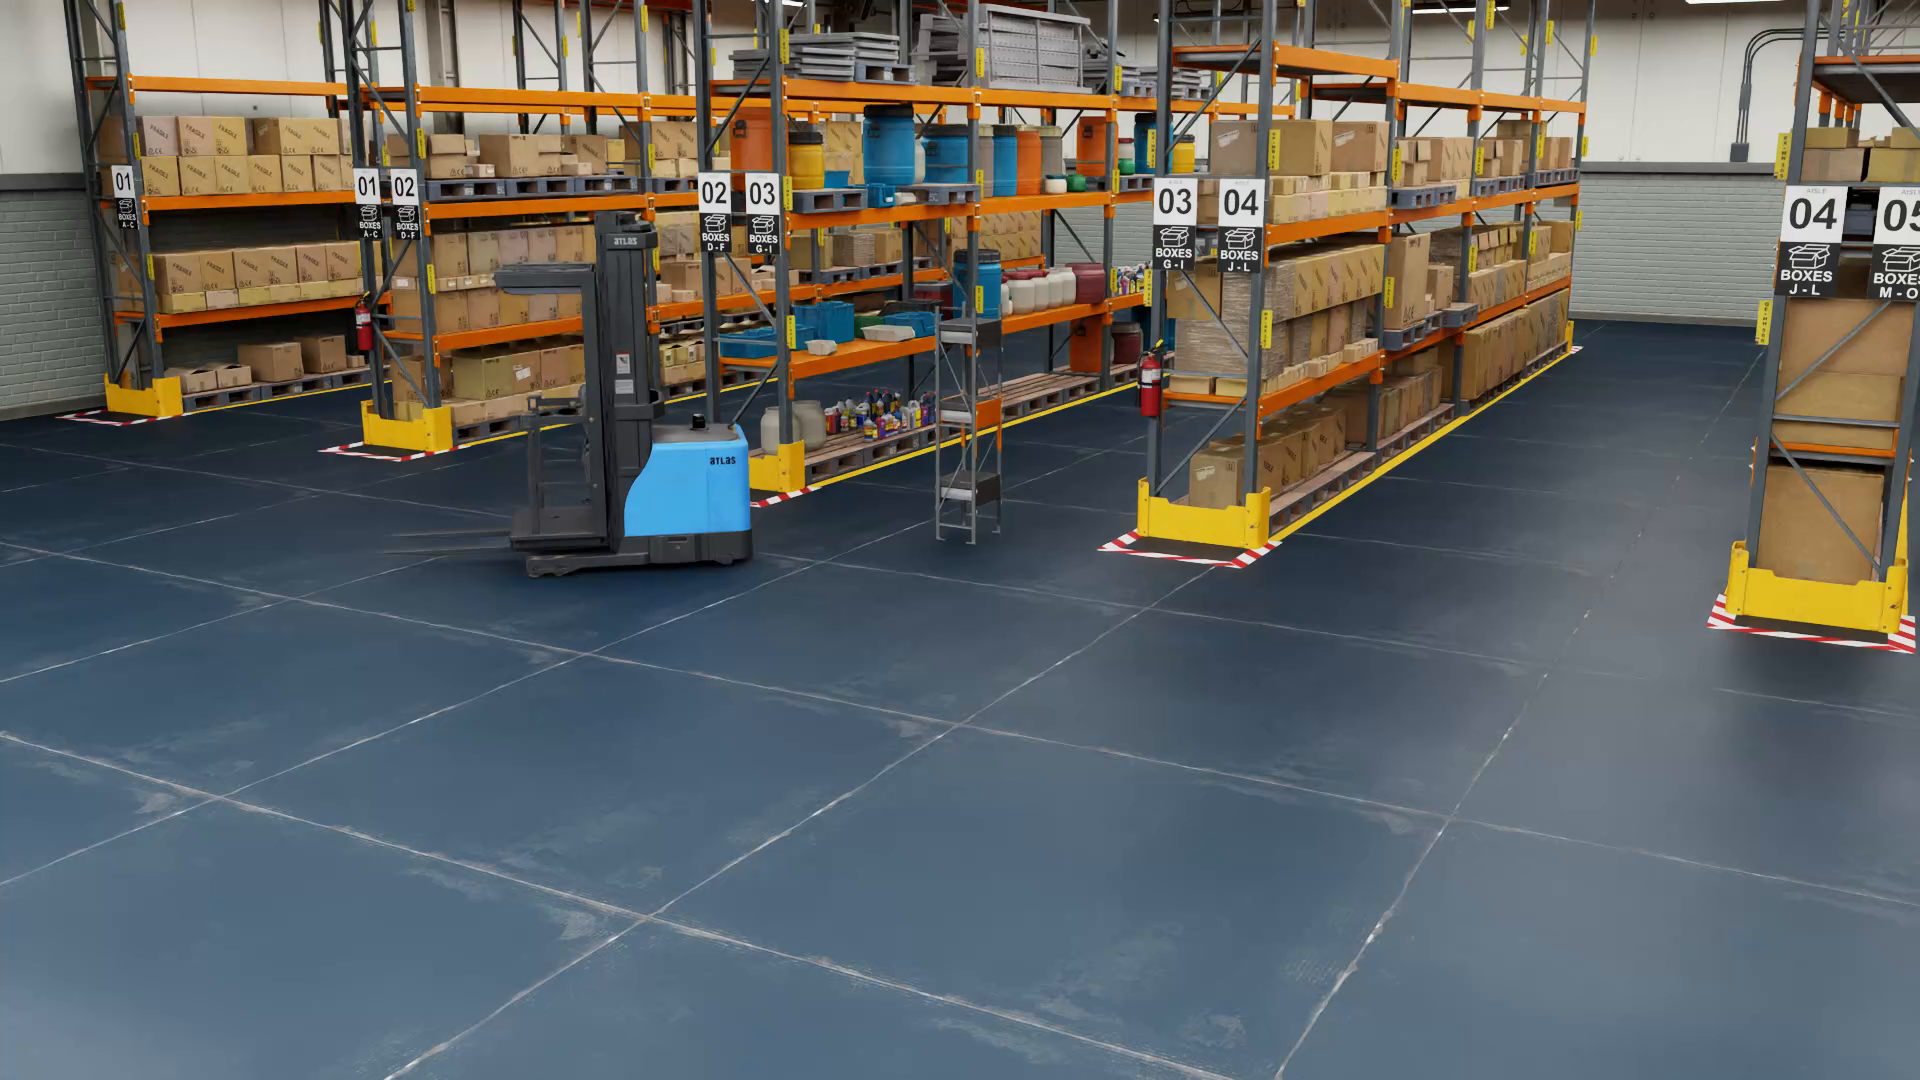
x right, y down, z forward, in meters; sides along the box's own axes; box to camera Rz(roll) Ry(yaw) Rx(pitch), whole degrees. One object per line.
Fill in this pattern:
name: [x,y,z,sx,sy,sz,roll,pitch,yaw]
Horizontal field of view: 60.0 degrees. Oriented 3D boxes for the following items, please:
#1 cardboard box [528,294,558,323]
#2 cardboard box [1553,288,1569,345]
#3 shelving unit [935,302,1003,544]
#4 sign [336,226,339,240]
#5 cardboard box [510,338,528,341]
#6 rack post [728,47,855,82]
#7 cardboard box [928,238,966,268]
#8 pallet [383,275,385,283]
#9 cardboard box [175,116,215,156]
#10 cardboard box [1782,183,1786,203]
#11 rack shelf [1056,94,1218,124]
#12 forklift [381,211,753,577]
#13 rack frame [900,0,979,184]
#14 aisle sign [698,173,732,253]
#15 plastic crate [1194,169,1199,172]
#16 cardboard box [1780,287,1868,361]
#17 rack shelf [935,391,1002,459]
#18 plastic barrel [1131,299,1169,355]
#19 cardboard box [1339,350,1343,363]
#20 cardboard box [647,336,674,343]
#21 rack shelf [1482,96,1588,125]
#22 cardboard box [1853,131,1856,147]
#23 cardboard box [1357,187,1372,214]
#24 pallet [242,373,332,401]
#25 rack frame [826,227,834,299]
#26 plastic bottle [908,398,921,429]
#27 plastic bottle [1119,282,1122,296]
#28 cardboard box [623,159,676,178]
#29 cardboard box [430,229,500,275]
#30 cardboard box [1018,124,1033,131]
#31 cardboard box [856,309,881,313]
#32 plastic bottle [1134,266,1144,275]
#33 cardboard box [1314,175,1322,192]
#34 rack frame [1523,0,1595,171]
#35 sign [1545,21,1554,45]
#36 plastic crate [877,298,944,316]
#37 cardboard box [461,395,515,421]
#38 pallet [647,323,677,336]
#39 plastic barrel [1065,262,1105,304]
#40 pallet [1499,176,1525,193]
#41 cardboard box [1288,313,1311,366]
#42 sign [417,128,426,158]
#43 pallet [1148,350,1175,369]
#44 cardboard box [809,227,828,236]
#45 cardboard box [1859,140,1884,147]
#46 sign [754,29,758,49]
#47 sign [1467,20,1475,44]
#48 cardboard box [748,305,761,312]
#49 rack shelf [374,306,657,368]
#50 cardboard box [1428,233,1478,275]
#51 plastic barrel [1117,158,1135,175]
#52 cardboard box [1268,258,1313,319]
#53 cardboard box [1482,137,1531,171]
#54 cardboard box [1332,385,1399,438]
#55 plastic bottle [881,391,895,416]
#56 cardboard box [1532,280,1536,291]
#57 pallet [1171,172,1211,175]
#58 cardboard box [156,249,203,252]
cardboard box: [-5.528,-3.041,21.033,0.700,0.500,0.500,8,16,30]
cardboard box: [9.654,-3.770,27.910,0.875,0.875,0.875,7,15,28]
shelving unit: [0.080,-1.055,14.928,0.431,2.100,0.503,7,15,28]
sign: [-9.403,-4.586,25.186,0.100,0.325,0.005,7,15,28]
cardboard box: [-7.635,-3.534,27.688,0.700,0.500,0.500,7,15,28]
rack post: [-1.700,-4.832,16.943,0.937,0.300,0.954,9,16,34]
cardboard box: [-0.225,-5.164,29.841,0.500,0.500,0.500,8,16,30]
pallet: [-8.419,-4.008,25.668,1.003,0.211,1.213,7,15,28]
cardboard box: [-10.164,-5.292,21.794,0.500,0.500,0.500,7,15,27]
cardboard box: [6.316,-2.570,12.318,0.380,0.149,0.250,7,15,28]
rack shelf: [2.657,-6.442,24.942,1.077,0.370,4.000,7,15,28]
forklift: [-3.333,-1.251,13.971,3.031,2.935,1.130,-3,14,-11]
rack frame: [-0.243,-5.755,19.705,1.000,3.000,0.127,7,15,28]
aisle sign: [-2.472,-3.301,16.778,0.394,0.787,0.004,7,15,28]
plastic crate: [3.785,-6.080,27.809,0.416,0.233,0.300,7,15,28]
cardboard box: [6.850,-1.667,12.924,0.875,0.550,0.550,7,15,28]
rack shelf: [0.080,-1.041,14.932,0.431,0.518,0.480,7,15,28]
plastic barrel: [3.004,-3.409,26.355,0.600,0.901,0.708,7,15,28]
cardboard box: [3.684,-1.883,16.980,0.380,0.149,0.250,7,15,28]
cardboard box: [-4.387,-2.764,23.871,0.500,0.311,0.500,8,16,30]
rack shelf: [8.927,-6.701,26.018,1.077,0.370,4.000,7,15,28]
cardboard box: [7.298,-3.374,13.953,0.380,0.149,0.250,7,15,28]
cardboard box: [3.839,-3.434,16.796,0.500,0.250,0.500,8,16,29]
pallet: [-9.798,-2.212,23.760,1.003,0.211,1.213,7,15,28]
rack frame: [-3.115,-6.423,35.276,1.000,3.000,0.127,7,15,28]
plastic bottle: [-0.551,-1.494,19.545,0.144,0.351,0.185,7,15,28]
plastic bottle: [2.310,-3.656,24.220,0.097,0.201,0.097,0,14,0]
cardboard box: [-4.271,-5.115,22.876,0.500,0.250,0.500,9,16,34]
cardboard box: [-5.999,-3.473,20.058,0.700,0.500,0.500,7,15,27]
cardboard box: [0.989,-7.748,32.026,0.700,0.500,0.500,7,15,28]
cardboard box: [-1.431,-3.599,27.957,0.500,0.500,0.500,7,15,26]
plastic bottle: [2.736,-3.994,25.305,0.144,0.351,0.185,7,15,28]
cardboard box: [3.153,-3.329,15.512,0.380,0.149,0.250,7,15,26]
rack frame: [9.894,-7.656,27.589,1.000,3.000,0.127,7,15,28]
sign: [8.441,-7.269,23.822,0.100,0.325,0.005,7,15,28]
plastic crate: [-0.608,-2.716,20.030,0.767,0.338,0.504,7,15,28]
cardboard box: [-5.819,-1.635,20.387,0.500,0.250,0.500,7,15,28]
pallet: [-5.944,-3.829,30.465,1.003,0.211,1.213,7,15,28]
plastic barrel: [1.731,-3.596,23.259,0.600,0.536,0.708,7,15,28]
pallet: [7.560,-5.090,23.756,0.805,0.209,1.217,7,15,26]
cardboard box: [2.865,-1.974,15.972,0.875,0.500,0.500,7,15,28]
sign: [-6.028,-4.438,18.606,0.100,0.325,0.005,7,15,28]
pallet: [3.215,-2.971,26.906,1.003,0.211,1.213,7,15,28]
cardboard box: [-3.352,-6.463,34.802,0.980,0.700,0.700,8,16,31]
cardboard box: [11.391,-4.747,20.806,0.797,0.503,0.637,7,15,27]
sign: [-3.123,-7.690,25.568,0.100,0.325,0.005,7,15,28]
sign: [7.486,-7.434,24.339,0.100,0.325,0.005,7,15,28]
cardboard box: [-4.351,-4.836,33.130,0.700,0.500,0.500,7,15,27]
rack shelf: [-5.544,-2.641,21.121,1.077,0.370,4.000,7,15,28]
cardboard box: [6.394,-3.783,21.970,0.797,0.503,0.637,8,16,30]
plastic barrel: [2.404,-5.438,24.223,0.294,0.245,0.294,0,14,0]
cardboard box: [2.911,-2.320,15.275,0.500,0.500,0.500,7,15,28]
cardboard box: [8.286,-5.846,25.158,0.700,0.500,0.500,6,15,25]
cardboard box: [4.655,-1.495,19.231,0.700,0.500,0.500,7,15,28]
plastic bottle: [-0.870,-1.630,20.107,0.144,0.351,0.185,7,15,28]
cardboard box: [8.521,-3.874,25.237,0.380,0.149,0.250,7,15,26]
pallet: [3.331,-5.674,26.174,1.213,0.211,1.003,7,15,28]
cardboard box: [-10.556,-3.665,22.512,0.500,0.500,0.500,8,16,29]
